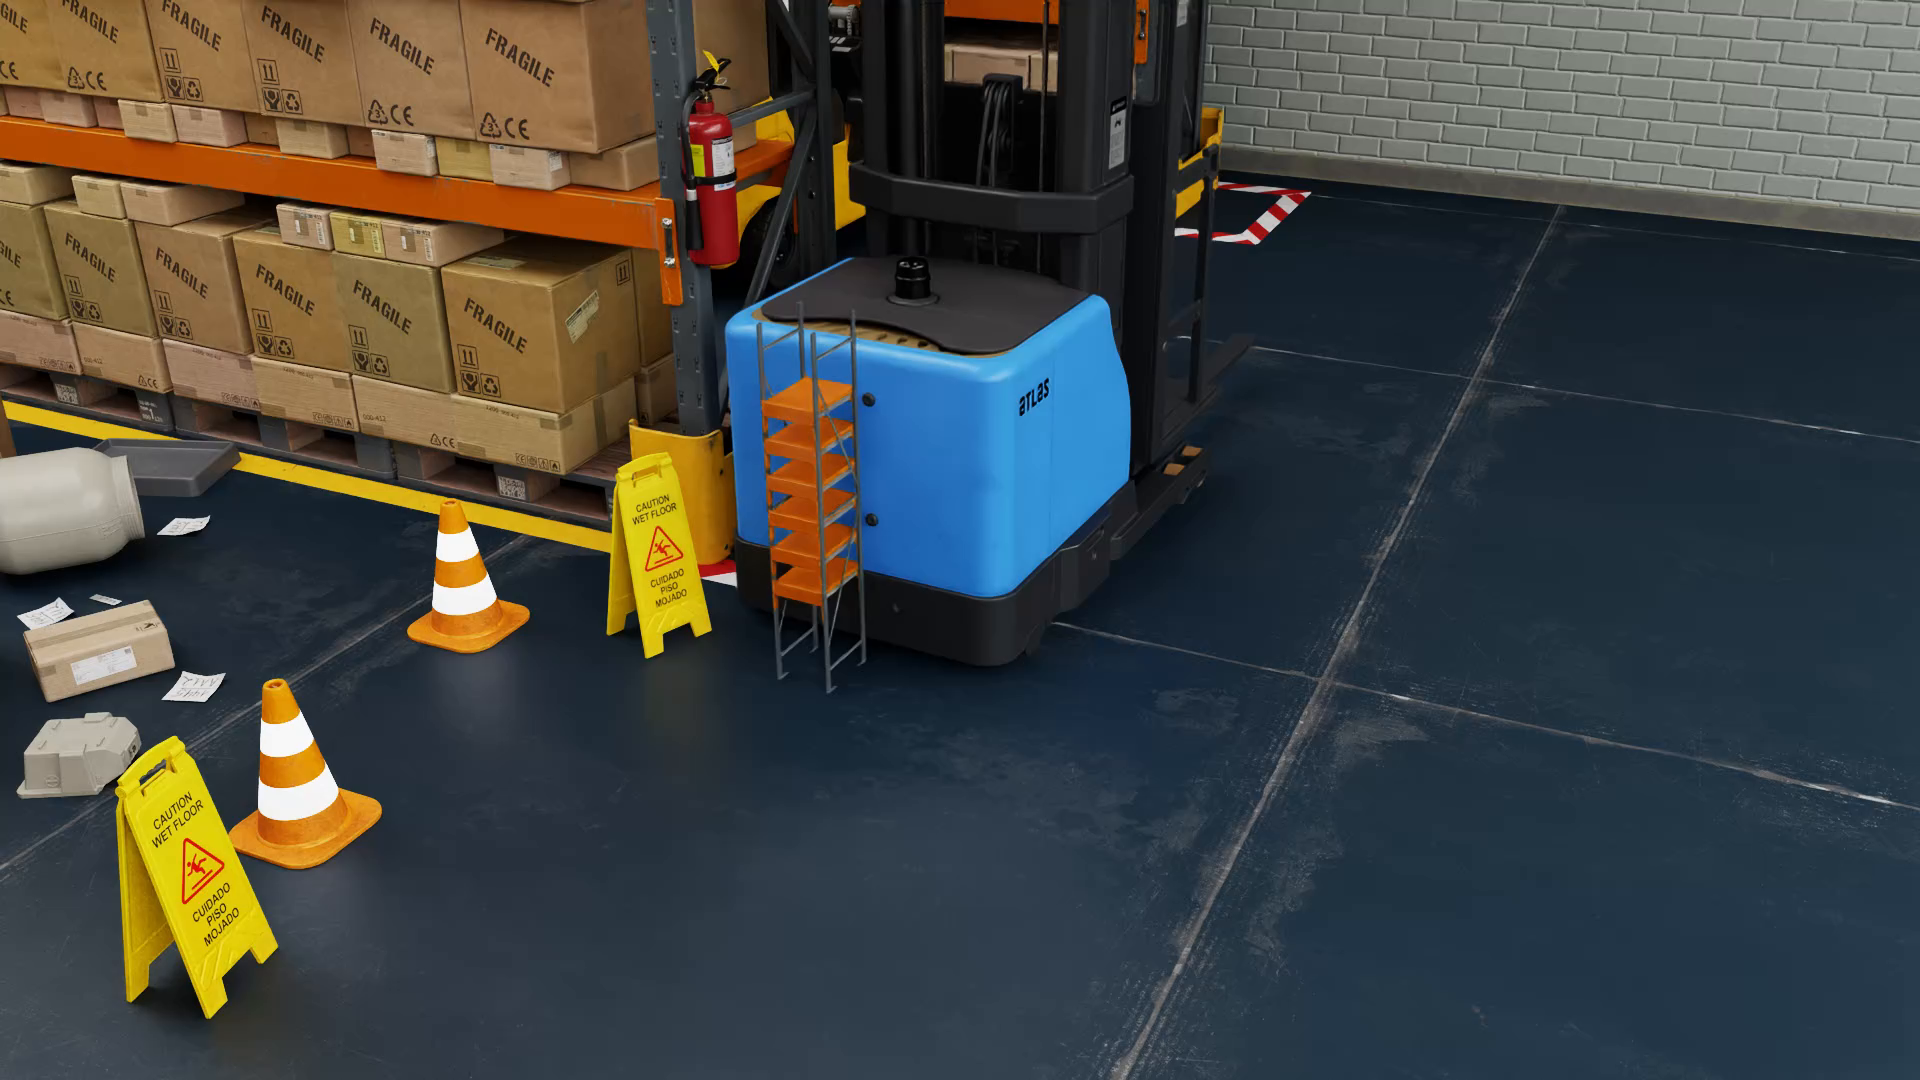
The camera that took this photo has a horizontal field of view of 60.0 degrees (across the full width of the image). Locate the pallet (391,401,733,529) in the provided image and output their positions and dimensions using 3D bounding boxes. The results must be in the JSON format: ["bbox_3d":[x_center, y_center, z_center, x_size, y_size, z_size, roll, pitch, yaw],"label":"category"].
[{"bbox_3d":[-1.539,-0.423,6.869,1.213,0.211,1.003,11,28,22],"label":"pallet"}]

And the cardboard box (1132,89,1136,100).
[{"bbox_3d":[0.964,-2.842,10.698,0.500,0.250,0.500,12,29,23],"label":"cardboard box"}]

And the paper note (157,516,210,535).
[{"bbox_3d":[-2.954,-0.058,6.333,0.148,0.019,0.142,2,26,4],"label":"paper note"}]

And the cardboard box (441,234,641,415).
[{"bbox_3d":[-1.582,-0.830,6.328,0.500,0.500,0.500,12,28,22],"label":"cardboard box"}]

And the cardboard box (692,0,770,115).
[{"bbox_3d":[-1.061,-1.873,6.209,0.500,0.500,0.500,11,28,21],"label":"cardboard box"}]

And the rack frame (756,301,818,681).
[{"bbox_3d":[-0.529,-0.133,5.159,0.006,1.200,0.240,13,29,24],"label":"rack frame"}]

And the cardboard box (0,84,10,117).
[{"bbox_3d":[-3.981,-1.904,7.005,0.250,0.149,0.380,12,29,23],"label":"cardboard box"}]

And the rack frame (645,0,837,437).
[{"bbox_3d":[-0.745,-1.497,5.895,0.127,3.000,1.000,11,28,22],"label":"rack frame"}]

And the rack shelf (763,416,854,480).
[{"bbox_3d":[-0.448,-0.289,5.034,0.180,0.103,0.258,13,29,24],"label":"rack shelf"}]

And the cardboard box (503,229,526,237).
[{"bbox_3d":[-1.865,-1.145,6.968,0.500,0.500,0.500,10,28,20],"label":"cardboard box"}]

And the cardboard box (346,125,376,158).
[{"bbox_3d":[-2.097,-1.562,6.311,0.250,0.149,0.380,12,29,23],"label":"cardboard box"}]

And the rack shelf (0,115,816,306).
[{"bbox_3d":[-2.566,-1.540,6.796,4.000,0.370,1.077,11,28,22],"label":"rack shelf"}]

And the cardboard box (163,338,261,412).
[{"bbox_3d":[-2.986,-0.778,7.071,0.500,0.250,0.500,11,28,21],"label":"cardboard box"}]

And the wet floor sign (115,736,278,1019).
[{"bbox_3d":[-1.856,0.777,3.941,0.232,0.644,0.267,6,27,13],"label":"wet floor sign"}]

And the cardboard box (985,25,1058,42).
[{"bbox_3d":[0.491,-3.151,10.759,0.500,0.250,0.500,11,28,22],"label":"cardboard box"}]

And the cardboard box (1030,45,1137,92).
[{"bbox_3d":[0.758,-2.856,10.160,0.500,0.250,0.500,12,29,24],"label":"cardboard box"}]

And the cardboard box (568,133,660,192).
[{"bbox_3d":[-1.174,-1.367,5.914,0.250,0.149,0.380,12,29,24],"label":"cardboard box"}]

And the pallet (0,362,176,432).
[{"bbox_3d":[-3.760,-0.869,7.775,1.213,0.211,1.003,11,28,22],"label":"pallet"}]

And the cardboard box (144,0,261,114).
[{"bbox_3d":[-2.715,-1.950,6.365,0.500,0.500,0.500,12,29,22],"label":"cardboard box"}]

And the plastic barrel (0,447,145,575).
[{"bbox_3d":[-3.252,-0.110,5.994,0.512,0.421,0.421,-12,29,-23],"label":"plastic barrel"}]

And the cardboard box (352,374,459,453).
[{"bbox_3d":[-2.061,-0.589,6.688,0.500,0.250,0.500,11,28,22],"label":"cardboard box"}]

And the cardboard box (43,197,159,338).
[{"bbox_3d":[-3.469,-1.210,7.100,0.500,0.500,0.500,13,29,24],"label":"cardboard box"}]

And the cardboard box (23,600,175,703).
[{"bbox_3d":[-2.774,0.355,5.361,0.380,0.149,0.250,-18,31,-31],"label":"cardboard box"}]

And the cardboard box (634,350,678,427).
[{"bbox_3d":[-1.365,-0.710,6.935,0.500,0.250,0.500,11,28,21],"label":"cardboard box"}]

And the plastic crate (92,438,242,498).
[{"bbox_3d":[-3.297,-0.302,6.772,0.583,0.080,0.402,2,26,4],"label":"plastic crate"}]

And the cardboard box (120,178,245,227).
[{"bbox_3d":[-3.157,-1.406,6.764,0.250,0.149,0.380,13,29,25],"label":"cardboard box"}]

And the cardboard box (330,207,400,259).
[{"bbox_3d":[-2.172,-1.208,6.362,0.250,0.149,0.380,12,29,23],"label":"cardboard box"}]

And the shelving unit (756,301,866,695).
[{"bbox_3d":[-0.448,-0.114,5.122,0.189,1.200,0.258,13,29,24],"label":"shelving unit"}]

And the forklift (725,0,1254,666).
[{"bbox_3d":[0.362,-1.533,6.045,1.130,2.935,3.031,13,29,24],"label":"forklift"}]

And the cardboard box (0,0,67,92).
[{"bbox_3d":[-3.635,-2.132,6.734,0.500,0.500,0.500,11,28,22],"label":"cardboard box"}]

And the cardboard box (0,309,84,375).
[{"bbox_3d":[-3.961,-0.967,7.455,0.500,0.250,0.500,10,28,19],"label":"cardboard box"}]

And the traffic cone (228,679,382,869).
[{"bbox_3d":[-1.821,0.590,4.528,0.334,0.463,0.336,11,28,22],"label":"traffic cone"}]

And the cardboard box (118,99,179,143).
[{"bbox_3d":[-3.072,-1.691,6.574,0.250,0.149,0.380,12,28,22],"label":"cardboard box"}]

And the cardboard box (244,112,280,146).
[{"bbox_3d":[-2.558,-1.654,6.498,0.250,0.149,0.380,11,28,22],"label":"cardboard box"}]

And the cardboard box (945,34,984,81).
[{"bbox_3d":[-0.173,-3.035,10.524,0.500,0.250,0.500,12,29,22],"label":"cardboard box"}]

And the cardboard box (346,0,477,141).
[{"bbox_3d":[-1.807,-1.757,5.973,0.500,0.500,0.500,11,28,22],"label":"cardboard box"}]

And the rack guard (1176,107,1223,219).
[{"bbox_3d":[1.328,-2.368,10.493,0.348,0.500,1.175,11,28,22],"label":"rack guard"}]

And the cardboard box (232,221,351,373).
[{"bbox_3d":[-2.515,-1.019,6.712,0.500,0.500,0.500,11,28,21],"label":"cardboard box"}]

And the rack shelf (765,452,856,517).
[{"bbox_3d":[-0.448,-0.182,5.088,0.180,0.103,0.258,13,29,24],"label":"rack shelf"}]

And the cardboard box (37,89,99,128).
[{"bbox_3d":[-3.516,-1.808,6.811,0.250,0.149,0.380,12,29,23],"label":"cardboard box"}]

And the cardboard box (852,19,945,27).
[{"bbox_3d":[-0.424,-3.343,11.150,0.500,0.250,0.500,11,28,21],"label":"cardboard box"}]

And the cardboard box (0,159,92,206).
[{"bbox_3d":[-3.872,-1.547,7.051,0.250,0.149,0.380,12,29,23],"label":"cardboard box"}]

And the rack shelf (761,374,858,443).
[{"bbox_3d":[-0.449,-0.396,4.981,0.180,0.103,0.258,13,29,24],"label":"rack shelf"}]

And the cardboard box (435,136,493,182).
[{"bbox_3d":[-1.675,-1.424,6.030,0.250,0.149,0.380,11,28,21],"label":"cardboard box"}]

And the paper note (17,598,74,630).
[{"bbox_3d":[-3.141,0.252,5.716,0.142,0.019,0.148,23,35,39],"label":"paper note"}]
